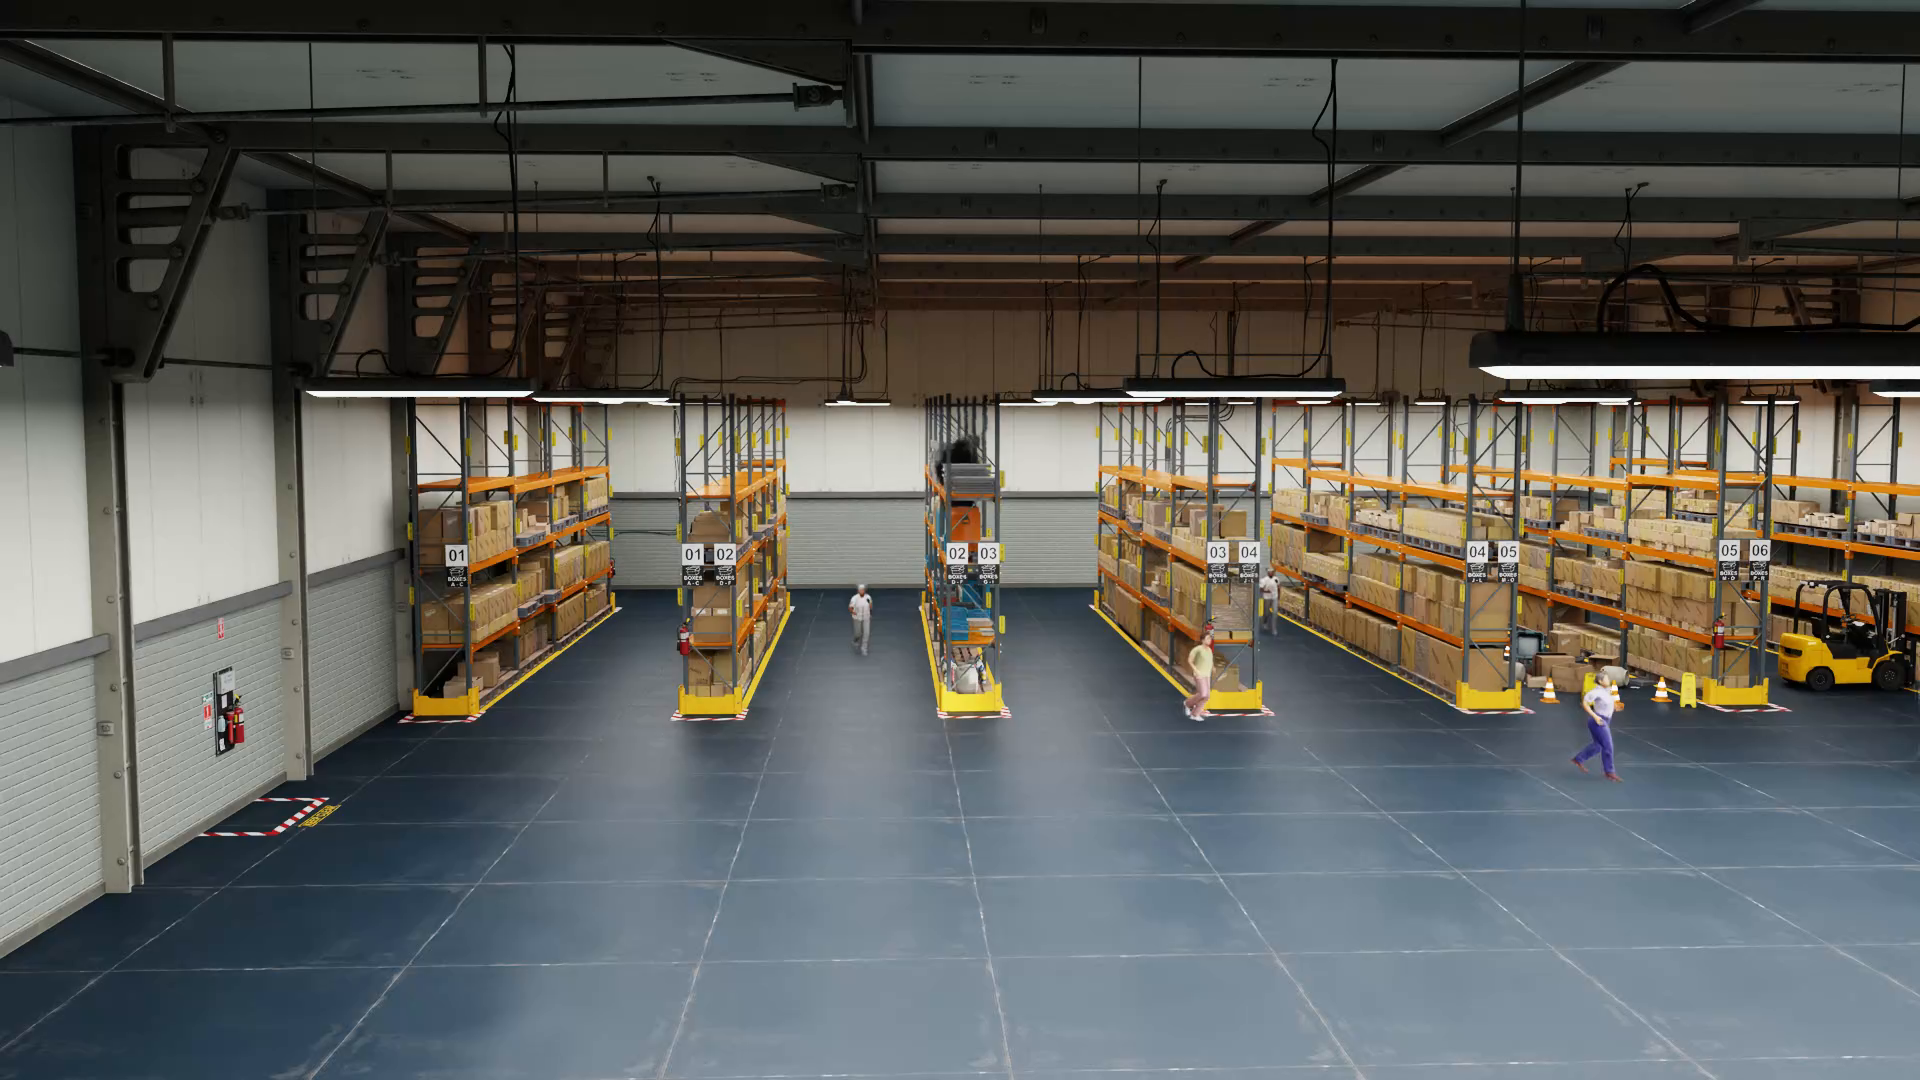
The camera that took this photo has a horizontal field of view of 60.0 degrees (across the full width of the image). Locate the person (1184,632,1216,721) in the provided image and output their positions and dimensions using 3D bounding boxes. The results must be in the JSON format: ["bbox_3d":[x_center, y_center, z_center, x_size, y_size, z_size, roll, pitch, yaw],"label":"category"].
[{"bbox_3d":[4.456,2.499,30.645,0.600,1.618,0.534,-4,6,-40],"label":"person"}]

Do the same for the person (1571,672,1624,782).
[{"bbox_3d":[9.884,2.869,25.744,0.813,1.671,0.602,3,5,33],"label":"person"}]

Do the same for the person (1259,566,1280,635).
[{"bbox_3d":[7.923,1.524,42.465,0.587,1.729,0.895,0,5,-1],"label":"person"}]

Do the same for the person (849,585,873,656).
[{"bbox_3d":[-2.311,1.846,38.847,0.596,1.644,0.821,-1,5,-16],"label":"person"}]
